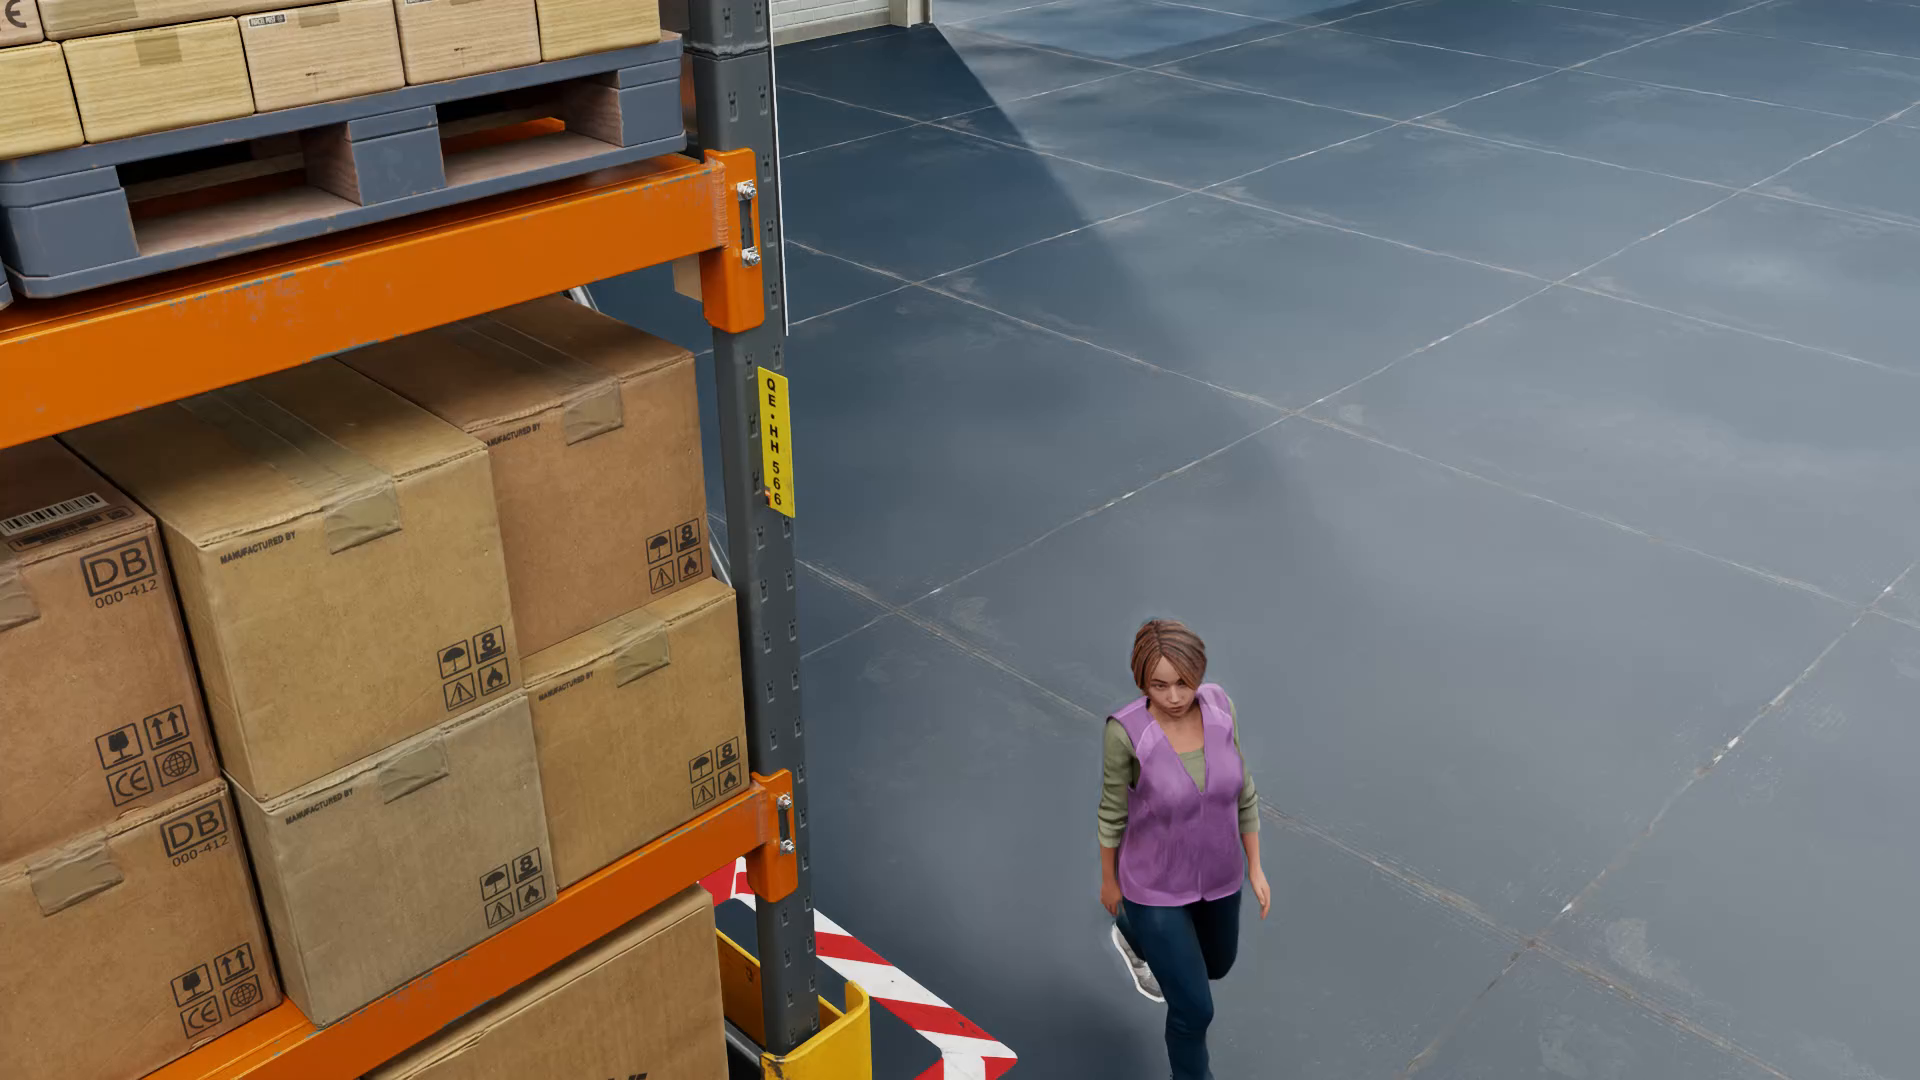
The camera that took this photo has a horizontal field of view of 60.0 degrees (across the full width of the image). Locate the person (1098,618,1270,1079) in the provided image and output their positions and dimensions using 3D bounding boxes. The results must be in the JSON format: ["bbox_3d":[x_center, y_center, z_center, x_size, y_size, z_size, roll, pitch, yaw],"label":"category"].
[{"bbox_3d":[0.575,0.883,4.478,0.423,1.561,0.796,-12,30,-21],"label":"person"}]
